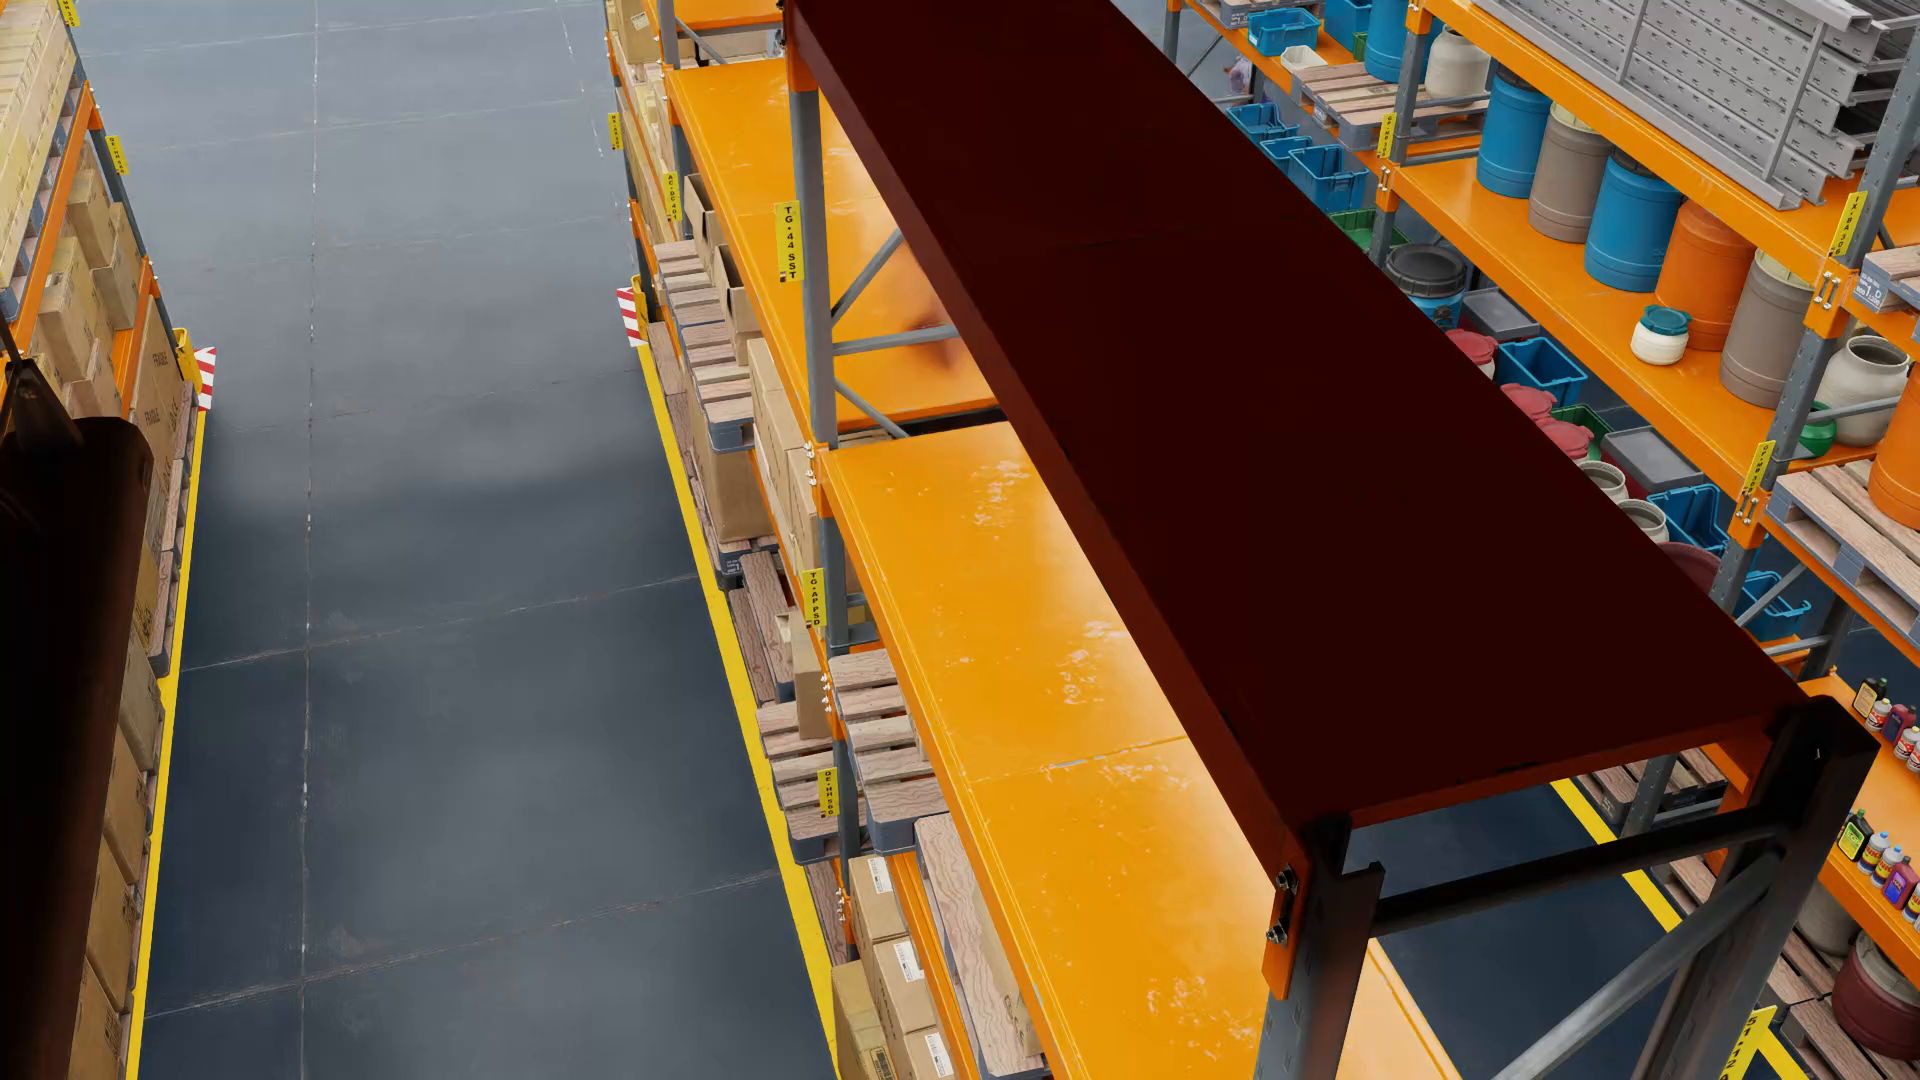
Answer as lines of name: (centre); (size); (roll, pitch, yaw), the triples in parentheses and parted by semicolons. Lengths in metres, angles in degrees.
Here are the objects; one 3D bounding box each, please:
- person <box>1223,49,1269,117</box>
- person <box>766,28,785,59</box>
person: (2.911, -4.430, 17.136); (0.675, 1.668, 0.606); (29, 47, 32)
person: (-1.767, -5.038, 17.862); (0.588, 1.671, 0.610); (12, 40, 15)
